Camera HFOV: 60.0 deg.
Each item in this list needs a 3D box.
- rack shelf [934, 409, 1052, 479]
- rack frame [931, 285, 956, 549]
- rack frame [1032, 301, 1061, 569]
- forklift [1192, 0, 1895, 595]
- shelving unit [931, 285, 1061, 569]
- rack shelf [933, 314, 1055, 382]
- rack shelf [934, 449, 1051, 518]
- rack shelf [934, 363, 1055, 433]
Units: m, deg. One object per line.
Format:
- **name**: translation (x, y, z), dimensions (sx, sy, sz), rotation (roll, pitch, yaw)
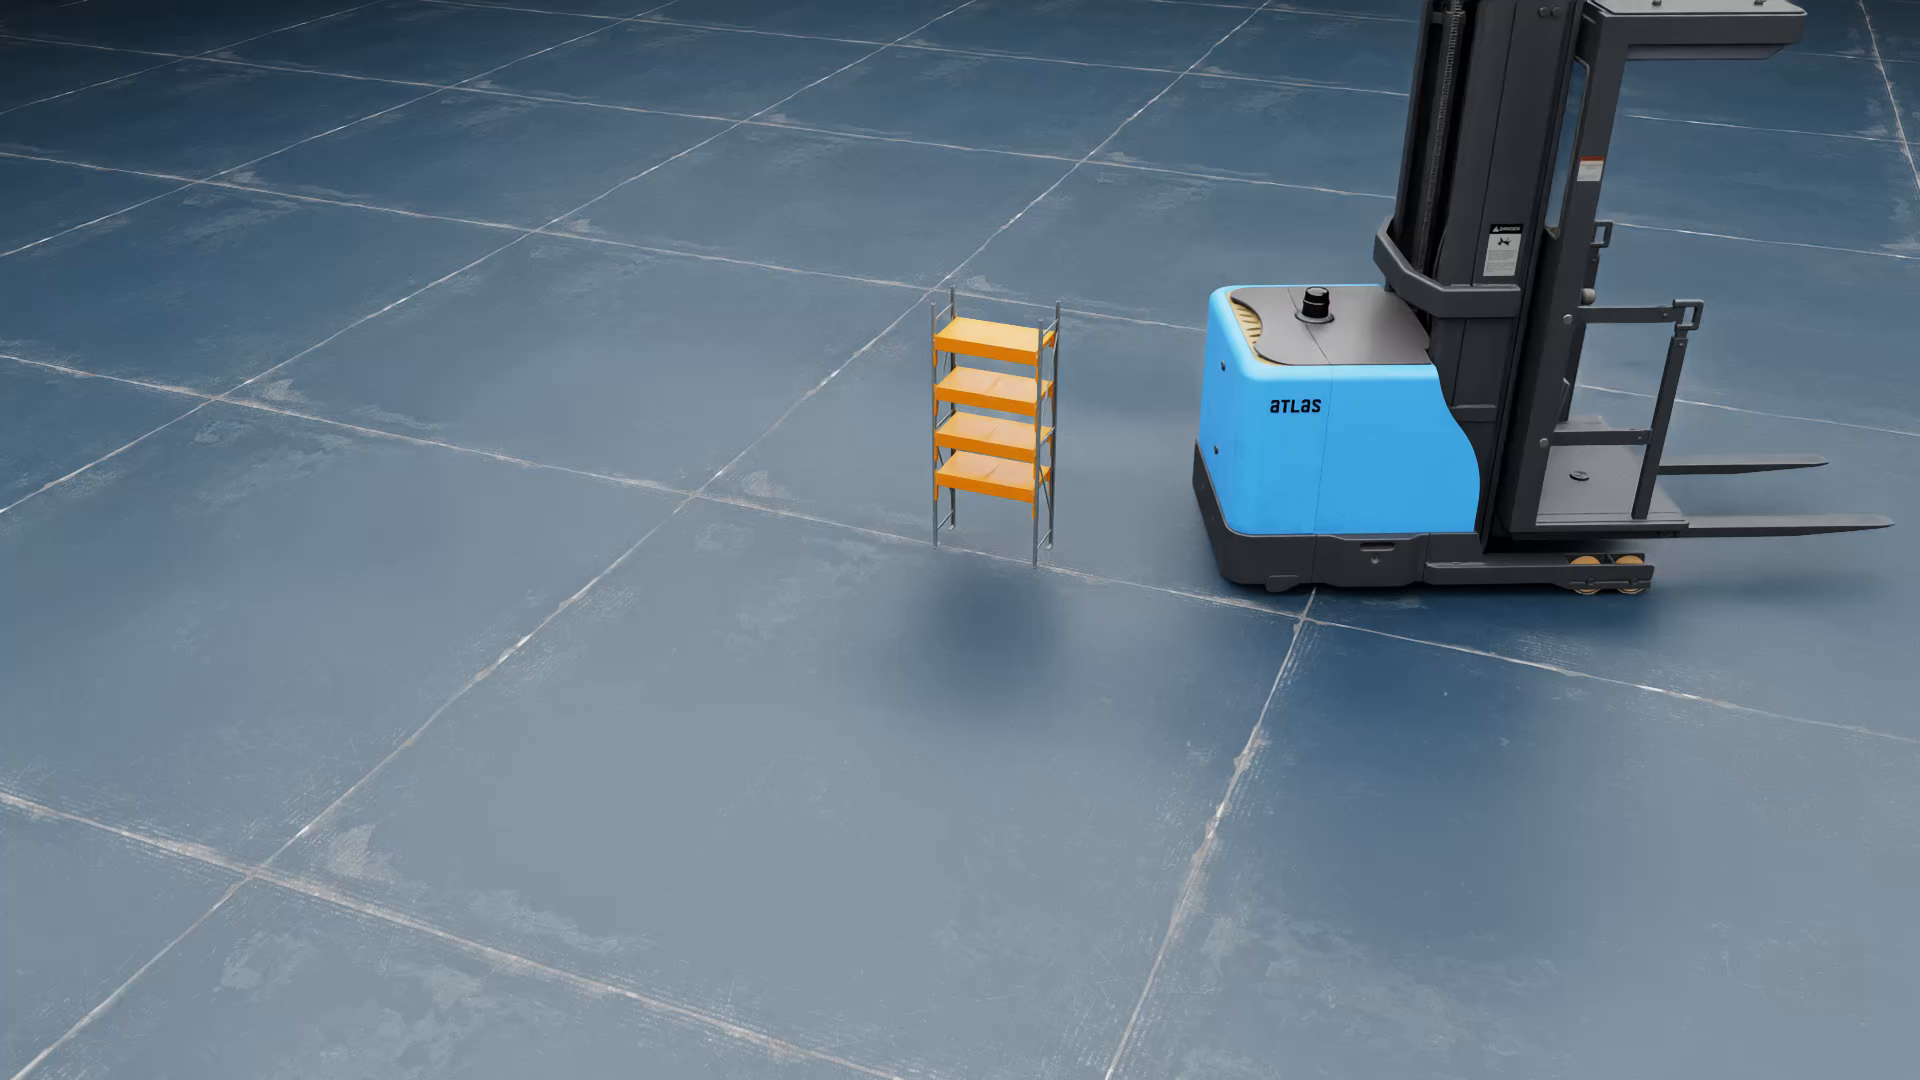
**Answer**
- **rack shelf**: translation (0.153, -0.433, 7.434), dimensions (0.480, 0.148, 0.258), rotation (11, 31, 19)
- **rack frame**: translation (-0.073, -0.537, 7.480), dimensions (0.015, 1.200, 0.240), rotation (11, 31, 19)
- **rack frame**: translation (0.379, -0.447, 7.321), dimensions (0.015, 1.200, 0.240), rotation (11, 31, 19)
- **forklift**: translation (2.655, -1.297, 7.066), dimensions (3.031, 2.935, 1.130), rotation (-1, 29, -1)
- **shelving unit**: translation (0.153, -0.492, 7.401), dimensions (0.503, 1.200, 0.258), rotation (11, 31, 19)
- **rack shelf**: translation (0.153, -0.834, 7.207), dimensions (0.480, 0.148, 0.258), rotation (11, 31, 19)
- **rack shelf**: translation (0.153, -0.260, 7.531), dimensions (0.480, 0.148, 0.258), rotation (11, 31, 19)
- **rack shelf**: translation (0.153, -0.628, 7.324), dimensions (0.480, 0.148, 0.258), rotation (11, 31, 19)
